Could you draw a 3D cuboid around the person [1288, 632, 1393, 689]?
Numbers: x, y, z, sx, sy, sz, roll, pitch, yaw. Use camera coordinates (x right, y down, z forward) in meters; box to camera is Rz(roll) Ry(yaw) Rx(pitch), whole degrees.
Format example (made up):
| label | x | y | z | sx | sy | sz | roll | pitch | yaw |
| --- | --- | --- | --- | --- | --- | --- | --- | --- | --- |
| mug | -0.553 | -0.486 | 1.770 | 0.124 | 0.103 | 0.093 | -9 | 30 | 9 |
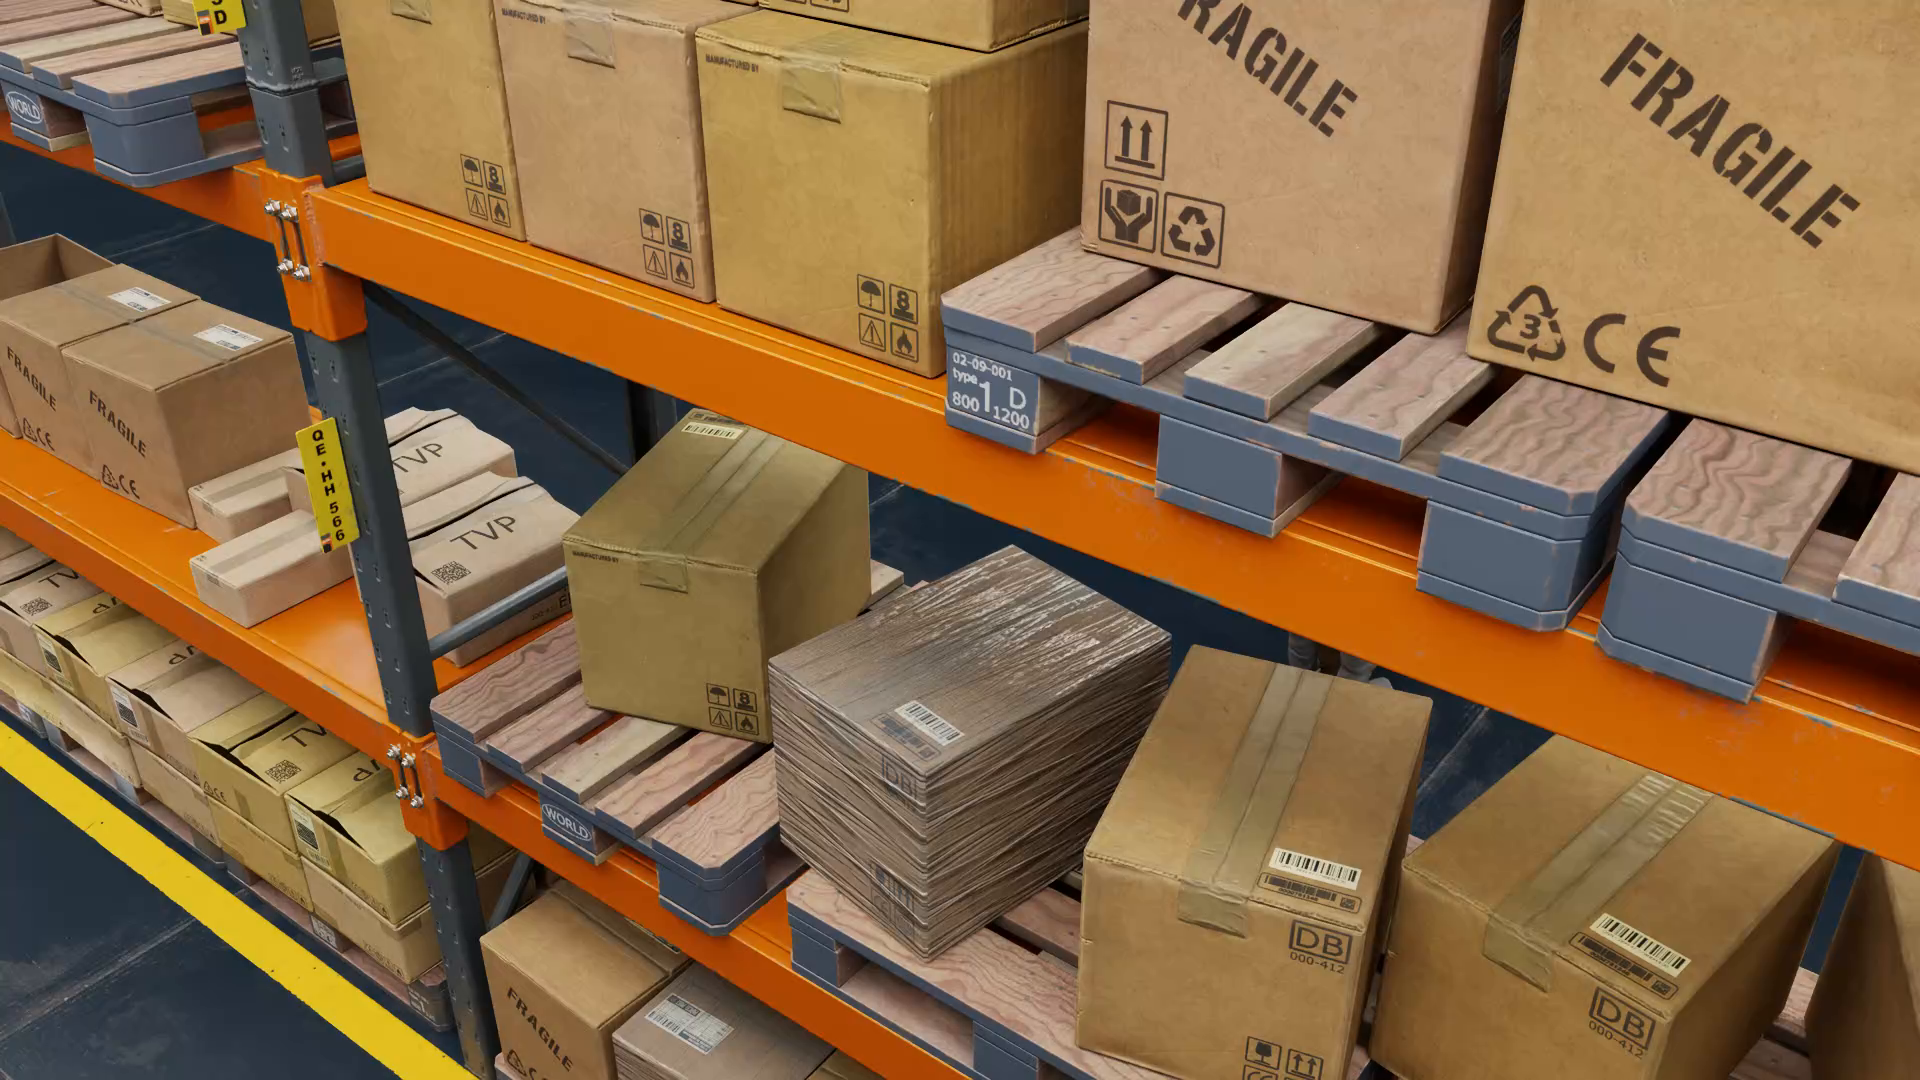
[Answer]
| label | x | y | z | sx | sy | sz | roll | pitch | yaw |
| --- | --- | --- | --- | --- | --- | --- | --- | --- | --- |
| person | 1.465 | -0.116 | 6.321 | 0.530 | 1.664 | 0.419 | 20 | 36 | 29 |
